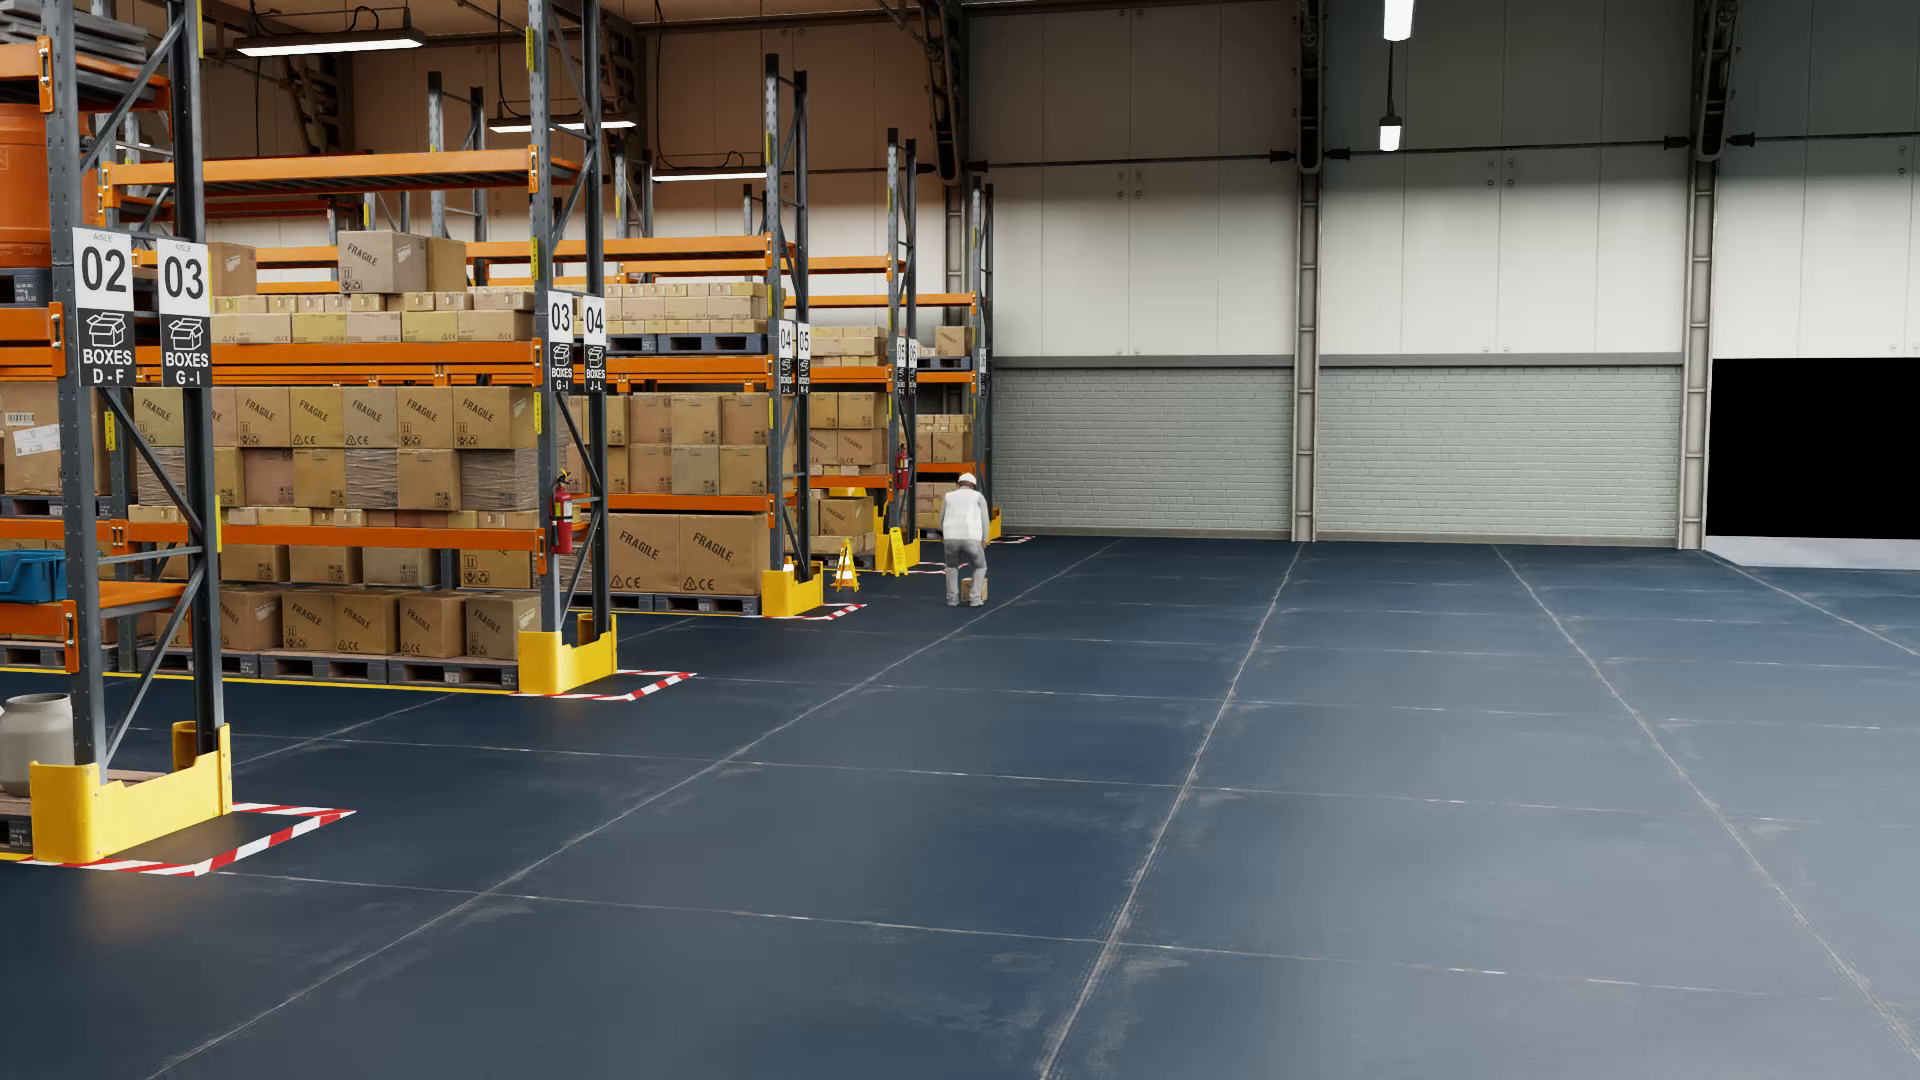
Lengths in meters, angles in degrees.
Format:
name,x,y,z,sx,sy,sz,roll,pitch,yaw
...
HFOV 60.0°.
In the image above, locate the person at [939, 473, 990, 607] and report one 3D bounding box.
name,x,y,z,sx,sy,sz,roll,pitch,yaw
person,0.056,-0.005,19.056,0.545,1.506,0.714,1,5,14
